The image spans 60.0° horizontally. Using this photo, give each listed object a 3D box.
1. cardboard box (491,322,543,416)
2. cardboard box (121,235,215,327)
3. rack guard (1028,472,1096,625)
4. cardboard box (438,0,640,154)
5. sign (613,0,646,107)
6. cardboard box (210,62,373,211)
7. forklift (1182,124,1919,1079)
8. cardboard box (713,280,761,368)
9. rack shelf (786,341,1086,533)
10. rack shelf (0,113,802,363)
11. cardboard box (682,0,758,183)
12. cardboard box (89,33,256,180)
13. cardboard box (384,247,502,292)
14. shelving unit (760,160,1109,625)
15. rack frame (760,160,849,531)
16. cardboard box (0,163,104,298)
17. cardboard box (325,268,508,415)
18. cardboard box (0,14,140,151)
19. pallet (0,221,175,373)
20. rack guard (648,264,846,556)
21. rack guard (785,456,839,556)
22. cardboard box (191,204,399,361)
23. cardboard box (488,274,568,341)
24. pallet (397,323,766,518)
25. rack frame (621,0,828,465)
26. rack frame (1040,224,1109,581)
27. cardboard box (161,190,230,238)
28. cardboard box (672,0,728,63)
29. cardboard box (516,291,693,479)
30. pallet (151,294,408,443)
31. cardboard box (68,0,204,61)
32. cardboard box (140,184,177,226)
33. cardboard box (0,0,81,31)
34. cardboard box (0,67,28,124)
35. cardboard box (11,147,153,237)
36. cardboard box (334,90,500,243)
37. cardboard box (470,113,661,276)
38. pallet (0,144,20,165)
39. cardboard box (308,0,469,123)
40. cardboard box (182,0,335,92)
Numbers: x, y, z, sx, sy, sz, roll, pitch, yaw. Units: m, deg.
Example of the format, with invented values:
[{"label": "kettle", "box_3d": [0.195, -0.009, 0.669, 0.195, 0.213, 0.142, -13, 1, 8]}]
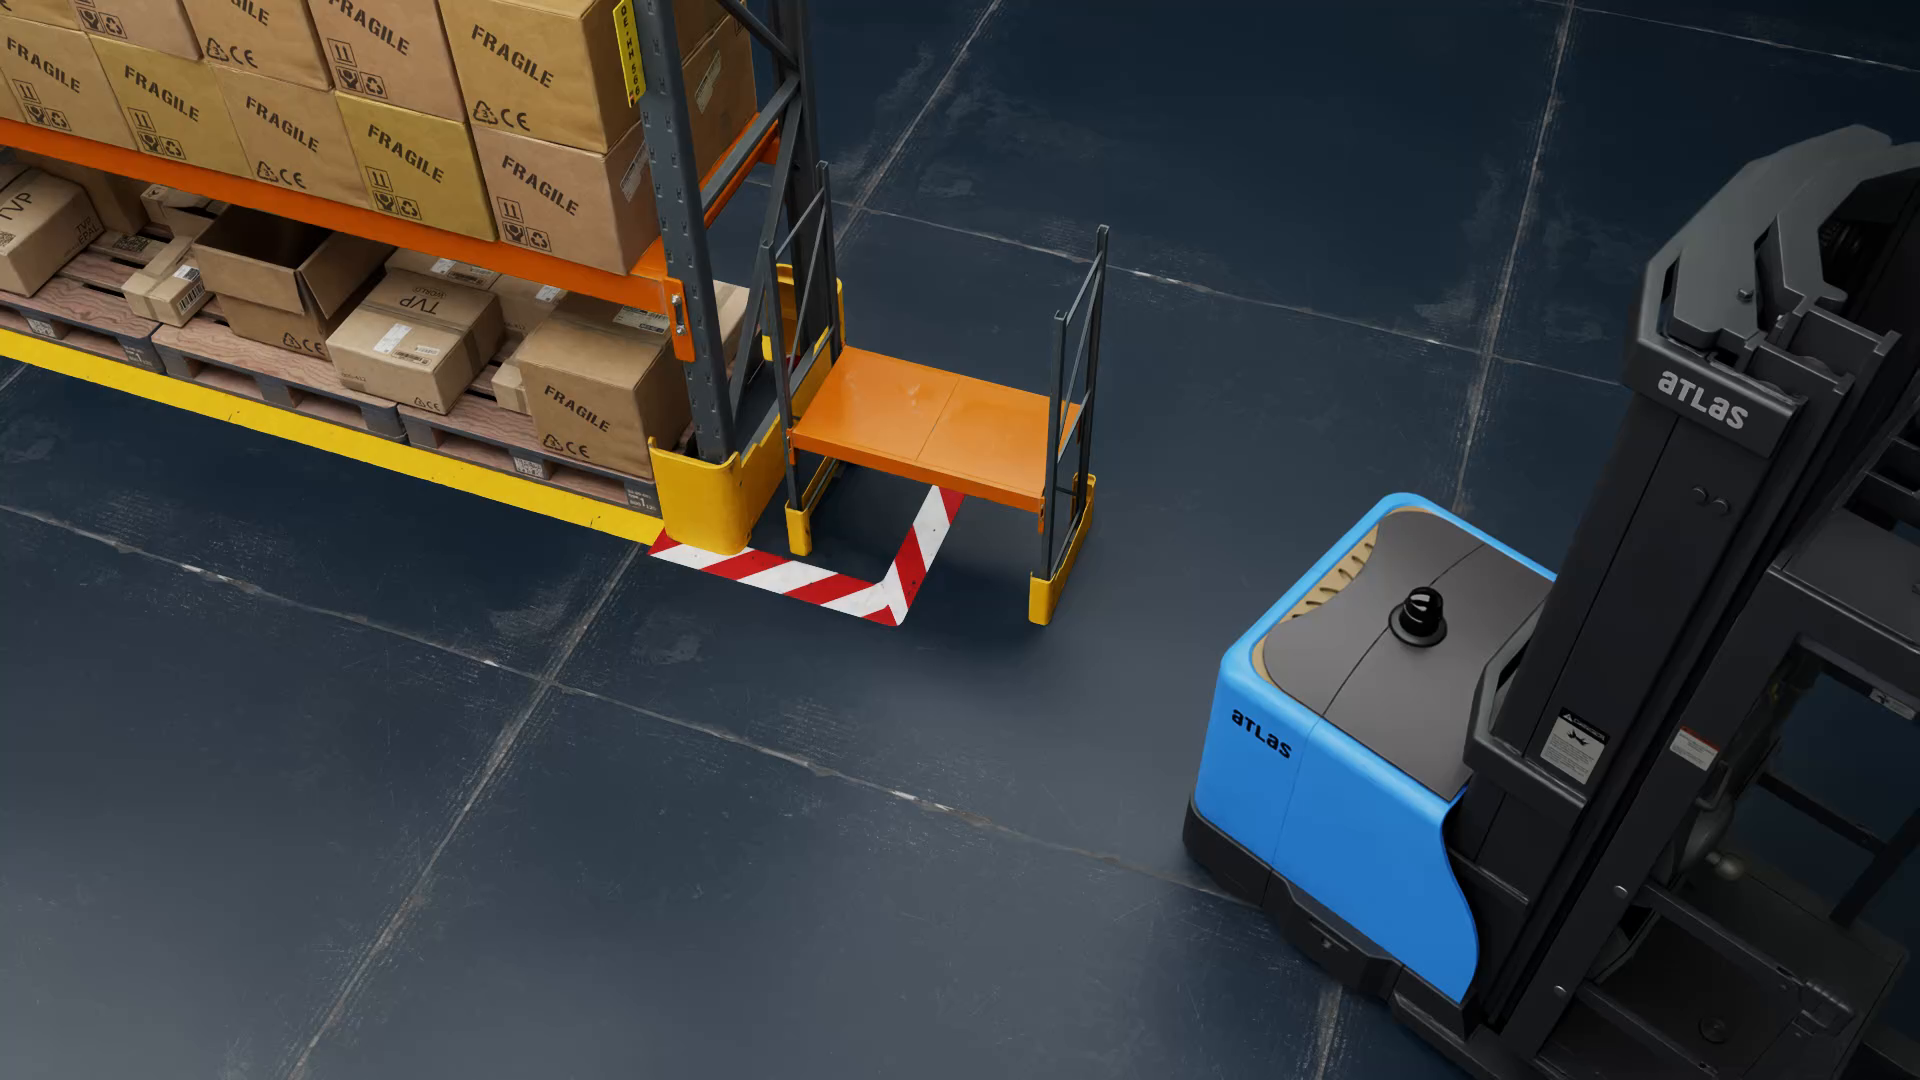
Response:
[{"label": "cardboard box", "box_3d": [-1.706, -0.699, 6.822, 0.250, 0.166, 0.380, 16, 51, 13]}, {"label": "cardboard box", "box_3d": [-3.380, -1.127, 7.192, 0.250, 0.166, 0.380, 16, 51, 13]}, {"label": "rack guard", "box_3d": [0.396, 0.029, 6.426, 0.087, 0.250, 0.587, 16, 51, 13]}, {"label": "cardboard box", "box_3d": [-1.274, -1.628, 5.314, 0.500, 0.500, 0.500, 15, 51, 13]}, {"label": "sign", "box_3d": [-0.973, -1.440, 4.904, 0.005, 0.325, 0.100, 16, 51, 13]}, {"label": "cardboard box", "box_3d": [-2.230, -1.571, 5.927, 0.500, 0.500, 0.500, 16, 51, 13]}, {"label": "forklift", "box_3d": [2.180, 0.587, 4.169, 3.031, 2.935, 1.130, 35, 57, 26]}, {"label": "cardboard box", "box_3d": [-1.035, -0.909, 7.015, 0.250, 0.149, 0.380, 16, 51, 13]}, {"label": "rack shelf", "box_3d": [-0.080, -0.396, 6.205, 1.000, 0.185, 0.538, 16, 51, 13]}, {"label": "rack shelf", "box_3d": [-2.638, -1.634, 6.524, 4.000, 0.370, 1.077, 16, 51, 13]}, {"label": "cardboard box", "box_3d": [-1.086, -1.682, 6.023, 0.500, 0.500, 0.500, 17, 51, 14]}, {"label": "cardboard box", "box_3d": [-2.703, -1.703, 6.041, 0.500, 0.500, 0.500, 15, 51, 13]}, {"label": "cardboard box", "box_3d": [-2.111, -1.195, 7.195, 0.500, 0.250, 0.500, 16, 51, 13]}, {"label": "shelving unit", "box_3d": [-0.072, -0.511, 6.067, 1.083, 1.500, 0.587, 16, 51, 13]}, {"label": "rack frame", "box_3d": [-0.557, -0.647, 6.185, 0.032, 1.500, 0.500, 16, 51, 13]}, {"label": "cardboard box", "box_3d": [-4.195, -1.393, 7.327, 0.500, 0.311, 0.500, 16, 51, 13]}, {"label": "cardboard box", "box_3d": [-2.238, -0.827, 6.877, 0.500, 0.250, 0.500, 16, 51, 13]}, {"label": "cardboard box", "box_3d": [-3.180, -1.835, 6.156, 0.500, 0.500, 0.500, 15, 51, 13]}, {"label": "pallet", "box_3d": [-3.870, -1.299, 7.603, 1.213, 0.211, 1.003, 16, 51, 13]}, {"label": "rack guard", "box_3d": [-0.833, -0.547, 6.760, 0.348, 0.500, 1.175, 16, 51, 13]}, {"label": "rack guard", "box_3d": [-0.539, -0.232, 6.652, 0.087, 0.250, 0.587, 16, 51, 13]}, {"label": "cardboard box", "box_3d": [-2.750, -1.231, 7.060, 0.637, 0.503, 0.797, 16, 51, 13]}, {"label": "cardboard box", "box_3d": [-1.642, -1.064, 7.082, 0.500, 0.250, 0.500, 16, 51, 13]}, {"label": "pallet", "box_3d": [-1.581, -0.660, 7.049, 1.213, 0.211, 1.003, 16, 51, 13]}, {"label": "rack frame", "box_3d": [-0.761, -1.346, 5.798, 0.127, 3.000, 1.000, 16, 51, 13]}, {"label": "rack frame", "box_3d": [0.397, -0.380, 5.954, 0.032, 1.500, 0.500, 16, 51, 13]}, {"label": "cardboard box", "box_3d": [-3.177, -1.512, 7.430, 0.500, 0.311, 0.500, 16, 51, 13]}, {"label": "cardboard box", "box_3d": [-1.086, -2.009, 5.645, 0.500, 0.500, 0.500, 17, 51, 14]}, {"label": "cardboard box", "box_3d": [-1.357, -0.639, 6.548, 0.500, 0.500, 0.500, 16, 51, 13]}, {"label": "pallet", "box_3d": [-2.721, -0.981, 7.327, 1.213, 0.211, 1.003, 16, 51, 13]}, {"label": "cardboard box", "box_3d": [-2.718, -2.026, 5.660, 0.500, 0.500, 0.500, 17, 51, 14]}, {"label": "cardboard box", "box_3d": [-3.508, -1.600, 7.614, 0.250, 0.149, 0.380, 16, 51, 13]}, {"label": "cardboard box", "box_3d": [-3.203, -2.161, 5.777, 0.500, 0.500, 0.500, 14, 51, 12]}, {"label": "cardboard box", "box_3d": [-3.649, -1.967, 6.271, 0.500, 0.500, 0.500, 16, 51, 14]}, {"label": "cardboard box", "box_3d": [-3.881, -1.770, 7.529, 0.500, 0.500, 0.500, 16, 51, 13]}, {"label": "cardboard box", "box_3d": [-1.764, -1.436, 5.810, 0.500, 0.500, 0.500, 16, 51, 13]}, {"label": "cardboard box", "box_3d": [-1.276, -1.303, 5.695, 0.500, 0.500, 0.500, 17, 51, 14]}, {"label": "pallet", "box_3d": [-5.290, -1.666, 7.921, 1.213, 0.211, 1.003, 16, 51, 13]}, {"label": "cardboard box", "box_3d": [-1.748, -1.759, 5.428, 0.500, 0.500, 0.500, 17, 51, 14]}, {"label": "cardboard box", "box_3d": [-2.236, -1.892, 5.543, 0.500, 0.500, 0.500, 17, 51, 14]}]
